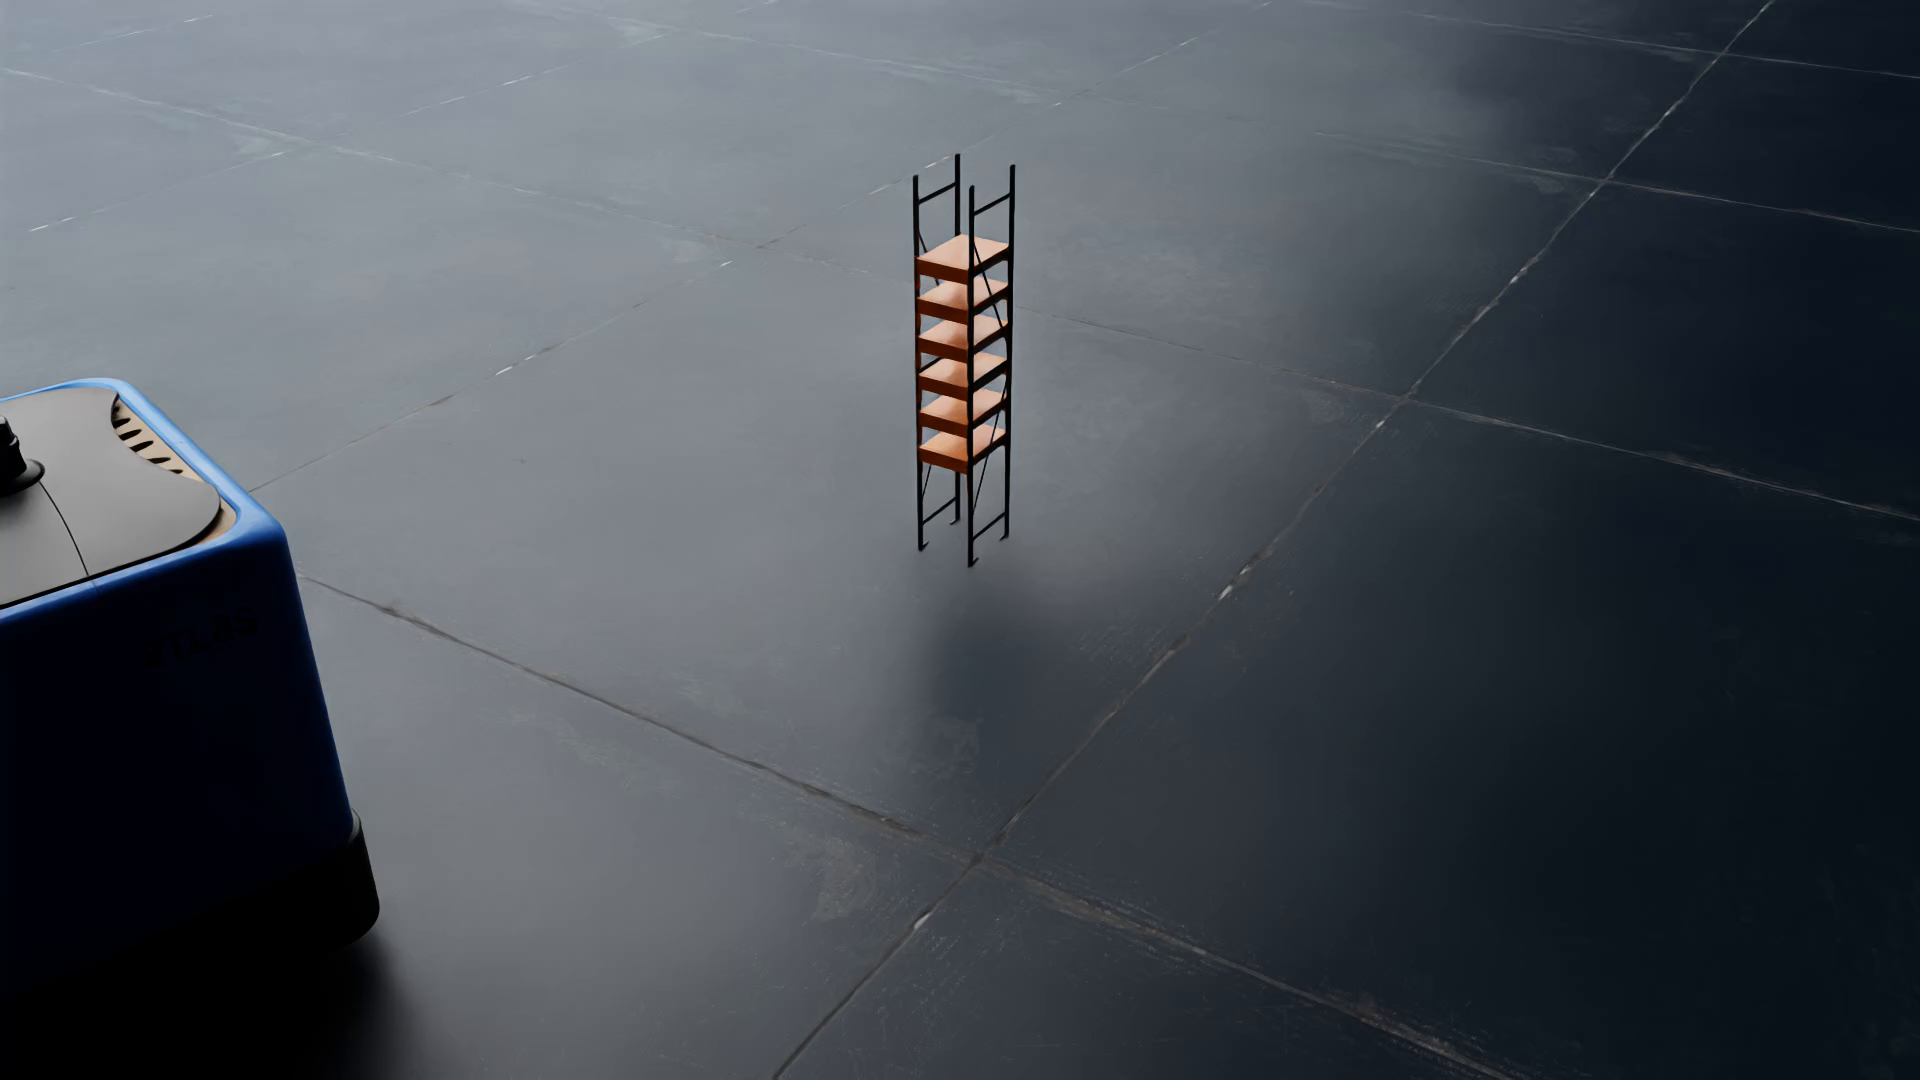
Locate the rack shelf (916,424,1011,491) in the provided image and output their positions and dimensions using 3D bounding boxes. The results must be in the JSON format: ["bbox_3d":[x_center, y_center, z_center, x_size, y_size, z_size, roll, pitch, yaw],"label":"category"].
[{"bbox_3d":[0.012,-0.269,5.084,0.180,0.103,0.258,18,35,27],"label":"rack shelf"}]

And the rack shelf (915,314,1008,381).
[{"bbox_3d":[0.012,-0.580,4.903,0.180,0.103,0.258,18,35,27],"label":"rack shelf"}]

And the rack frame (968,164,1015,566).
[{"bbox_3d":[0.090,-0.490,4.899,0.006,1.200,0.240,18,35,27],"label":"rack frame"}]

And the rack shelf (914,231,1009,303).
[{"bbox_3d":[0.012,-0.787,4.782,0.180,0.103,0.258,18,35,27],"label":"rack shelf"}]

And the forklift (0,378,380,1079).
[{"bbox_3d":[-2.726,-0.058,2.440,3.031,2.935,1.130,-24,38,-35],"label":"forklift"}]

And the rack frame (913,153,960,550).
[{"bbox_3d":[-0.065,-0.539,4.983,0.006,1.200,0.240,18,35,27],"label":"rack frame"}]

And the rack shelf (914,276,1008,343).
[{"bbox_3d":[0.012,-0.683,4.842,0.180,0.103,0.258,18,35,27],"label":"rack shelf"}]

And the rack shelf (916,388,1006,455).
[{"bbox_3d":[0.012,-0.372,5.024,0.180,0.103,0.258,18,35,27],"label":"rack shelf"}]

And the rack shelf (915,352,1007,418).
[{"bbox_3d":[0.012,-0.476,4.963,0.180,0.103,0.258,18,35,27],"label":"rack shelf"}]

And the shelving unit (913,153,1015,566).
[{"bbox_3d":[0.012,-0.514,4.941,0.189,1.200,0.258,18,35,27],"label":"shelving unit"}]
